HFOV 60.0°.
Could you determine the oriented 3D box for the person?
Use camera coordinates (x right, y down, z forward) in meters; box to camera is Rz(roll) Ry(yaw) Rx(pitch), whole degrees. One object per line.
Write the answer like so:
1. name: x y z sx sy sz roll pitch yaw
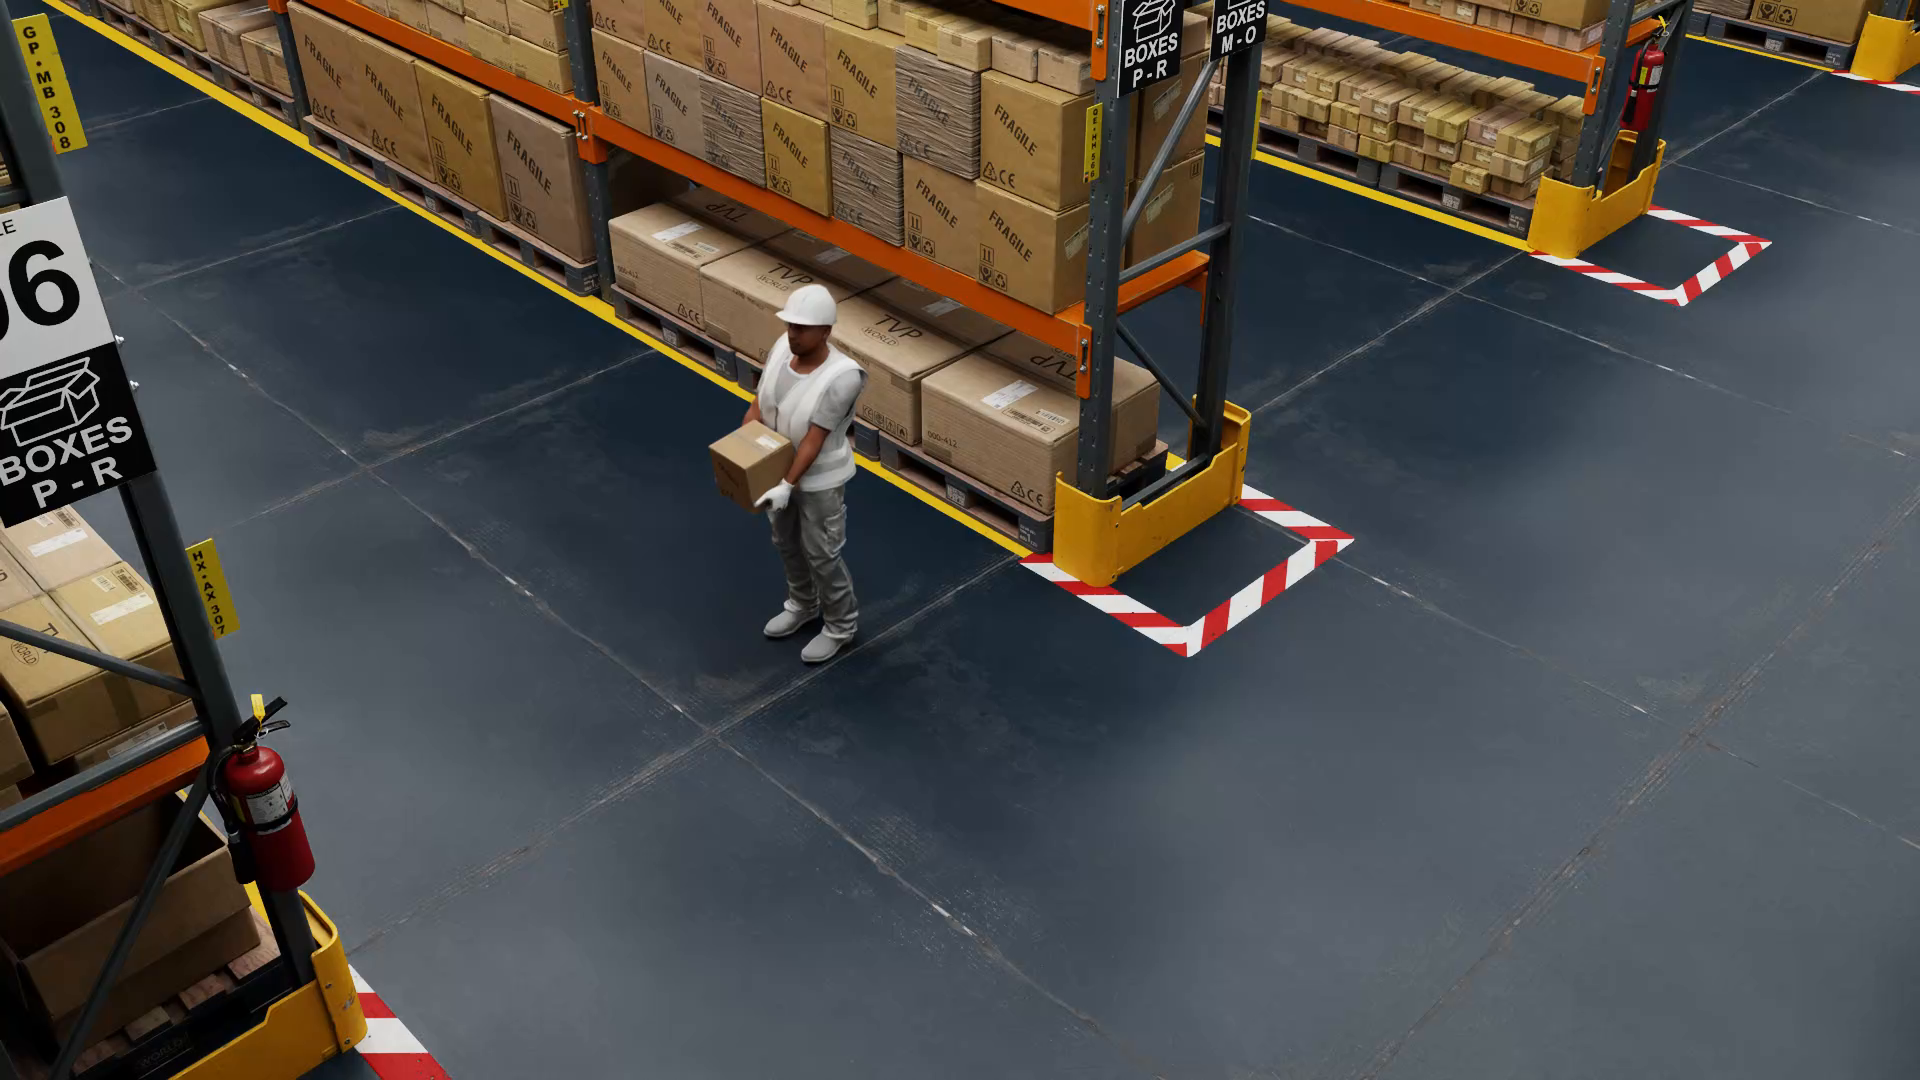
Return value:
1. person: -0.729 -0.245 7.201 0.581 1.778 0.488 -29 44 -35
